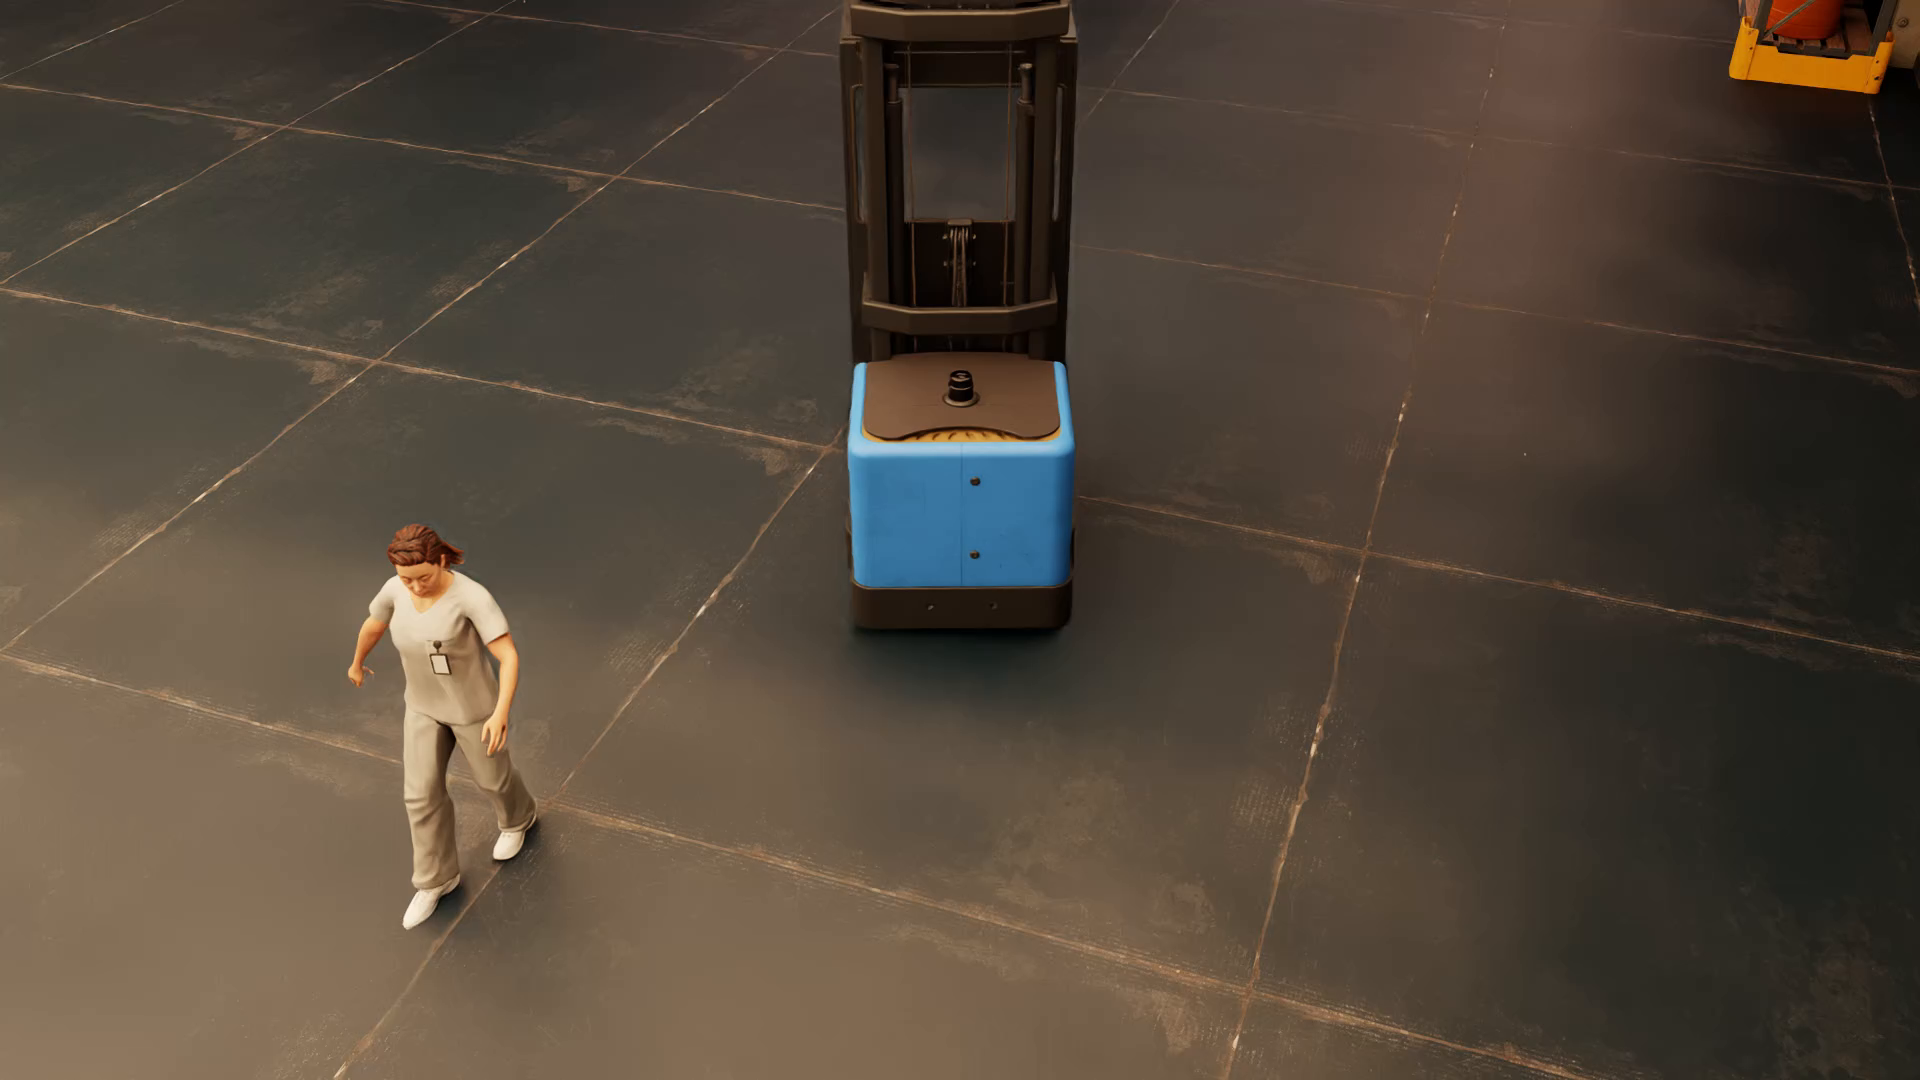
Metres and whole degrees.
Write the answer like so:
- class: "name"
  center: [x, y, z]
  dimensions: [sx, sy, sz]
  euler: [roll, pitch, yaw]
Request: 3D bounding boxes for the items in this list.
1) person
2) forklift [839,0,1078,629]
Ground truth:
- class: "person"
  center: [-1.987, 0.673, 6.290]
  dimensions: [0.881, 1.665, 0.707]
  euler: [8, 36, 11]
- class: "forklift"
  center: [-0.010, -1.591, 8.355]
  dimensions: [1.130, 2.935, 3.031]
  euler: [0, 35, -1]
